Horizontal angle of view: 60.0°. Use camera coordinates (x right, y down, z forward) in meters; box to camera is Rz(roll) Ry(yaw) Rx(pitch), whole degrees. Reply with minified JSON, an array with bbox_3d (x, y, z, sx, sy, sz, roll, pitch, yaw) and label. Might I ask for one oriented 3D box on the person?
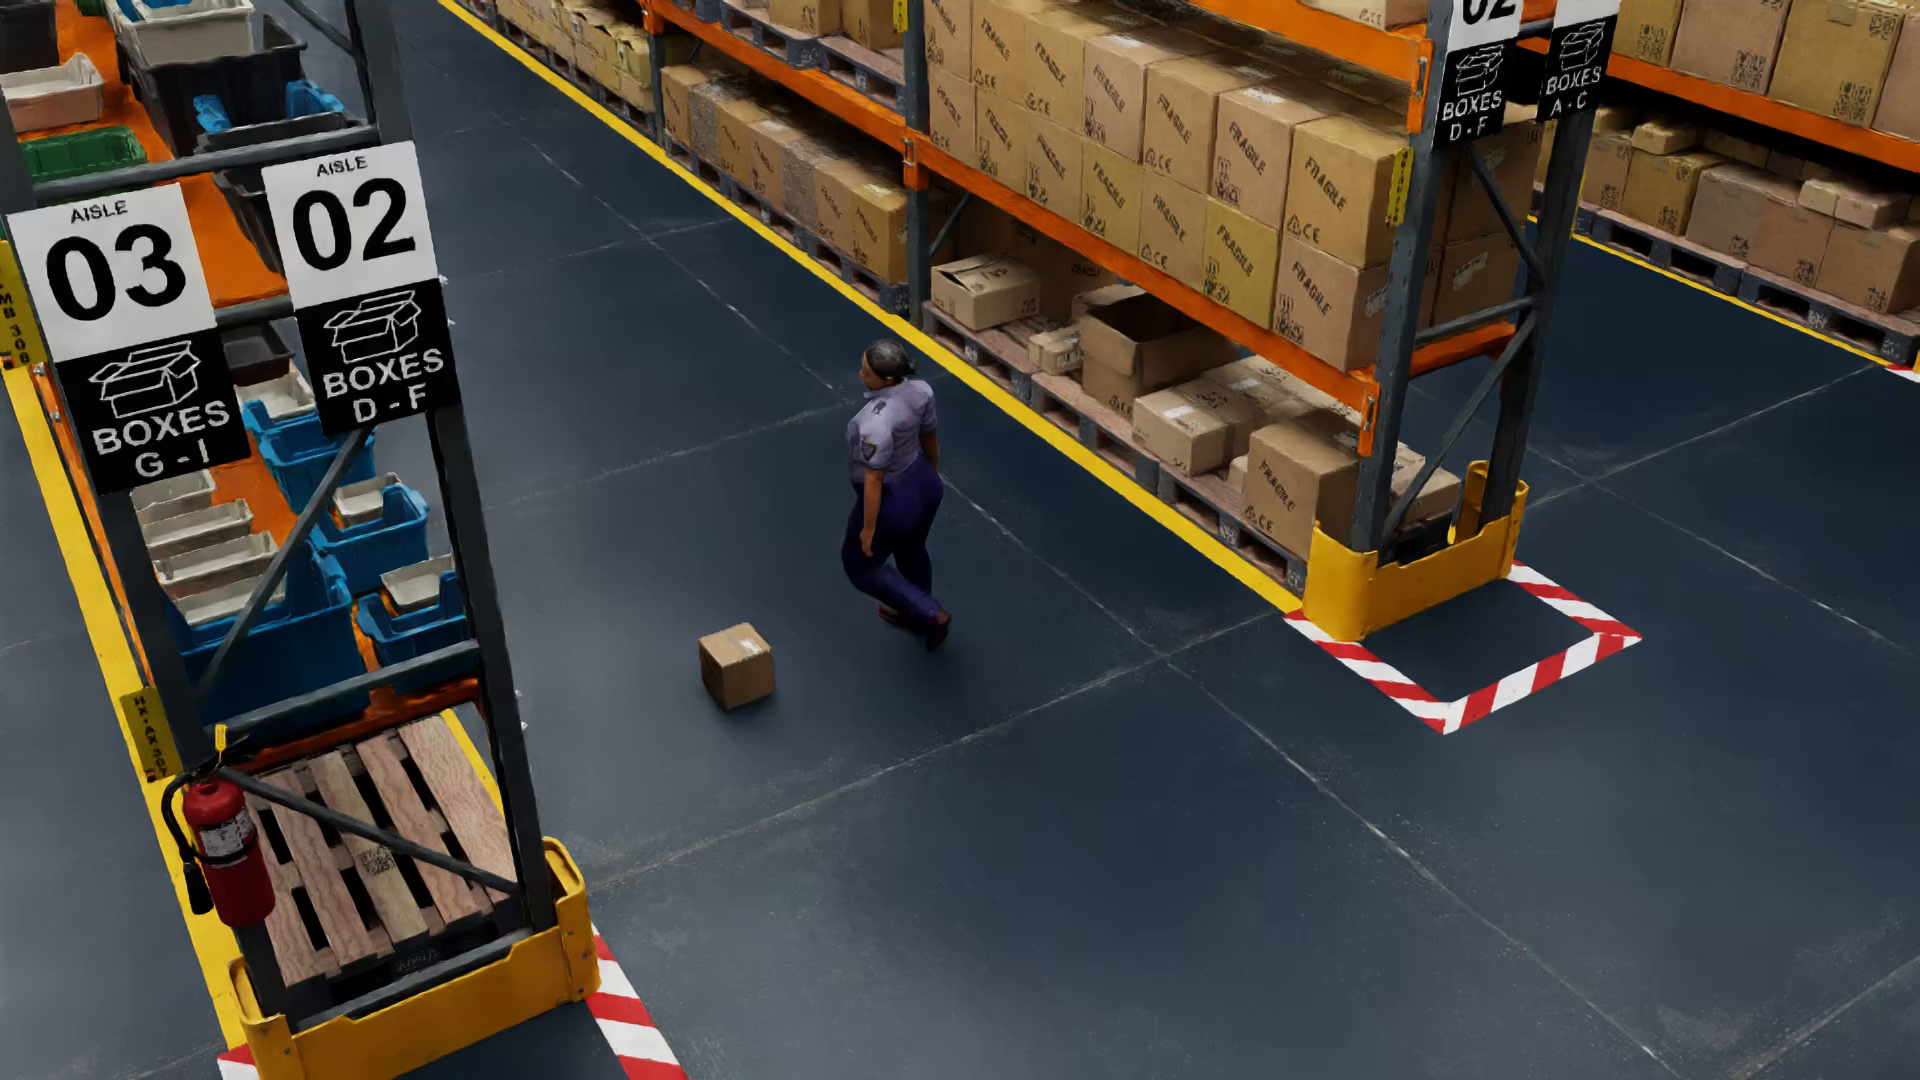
[{"bbox_3d":[-0.271,-0.179,7.412,0.522,1.623,0.566,18,37,26],"label":"person"}]
